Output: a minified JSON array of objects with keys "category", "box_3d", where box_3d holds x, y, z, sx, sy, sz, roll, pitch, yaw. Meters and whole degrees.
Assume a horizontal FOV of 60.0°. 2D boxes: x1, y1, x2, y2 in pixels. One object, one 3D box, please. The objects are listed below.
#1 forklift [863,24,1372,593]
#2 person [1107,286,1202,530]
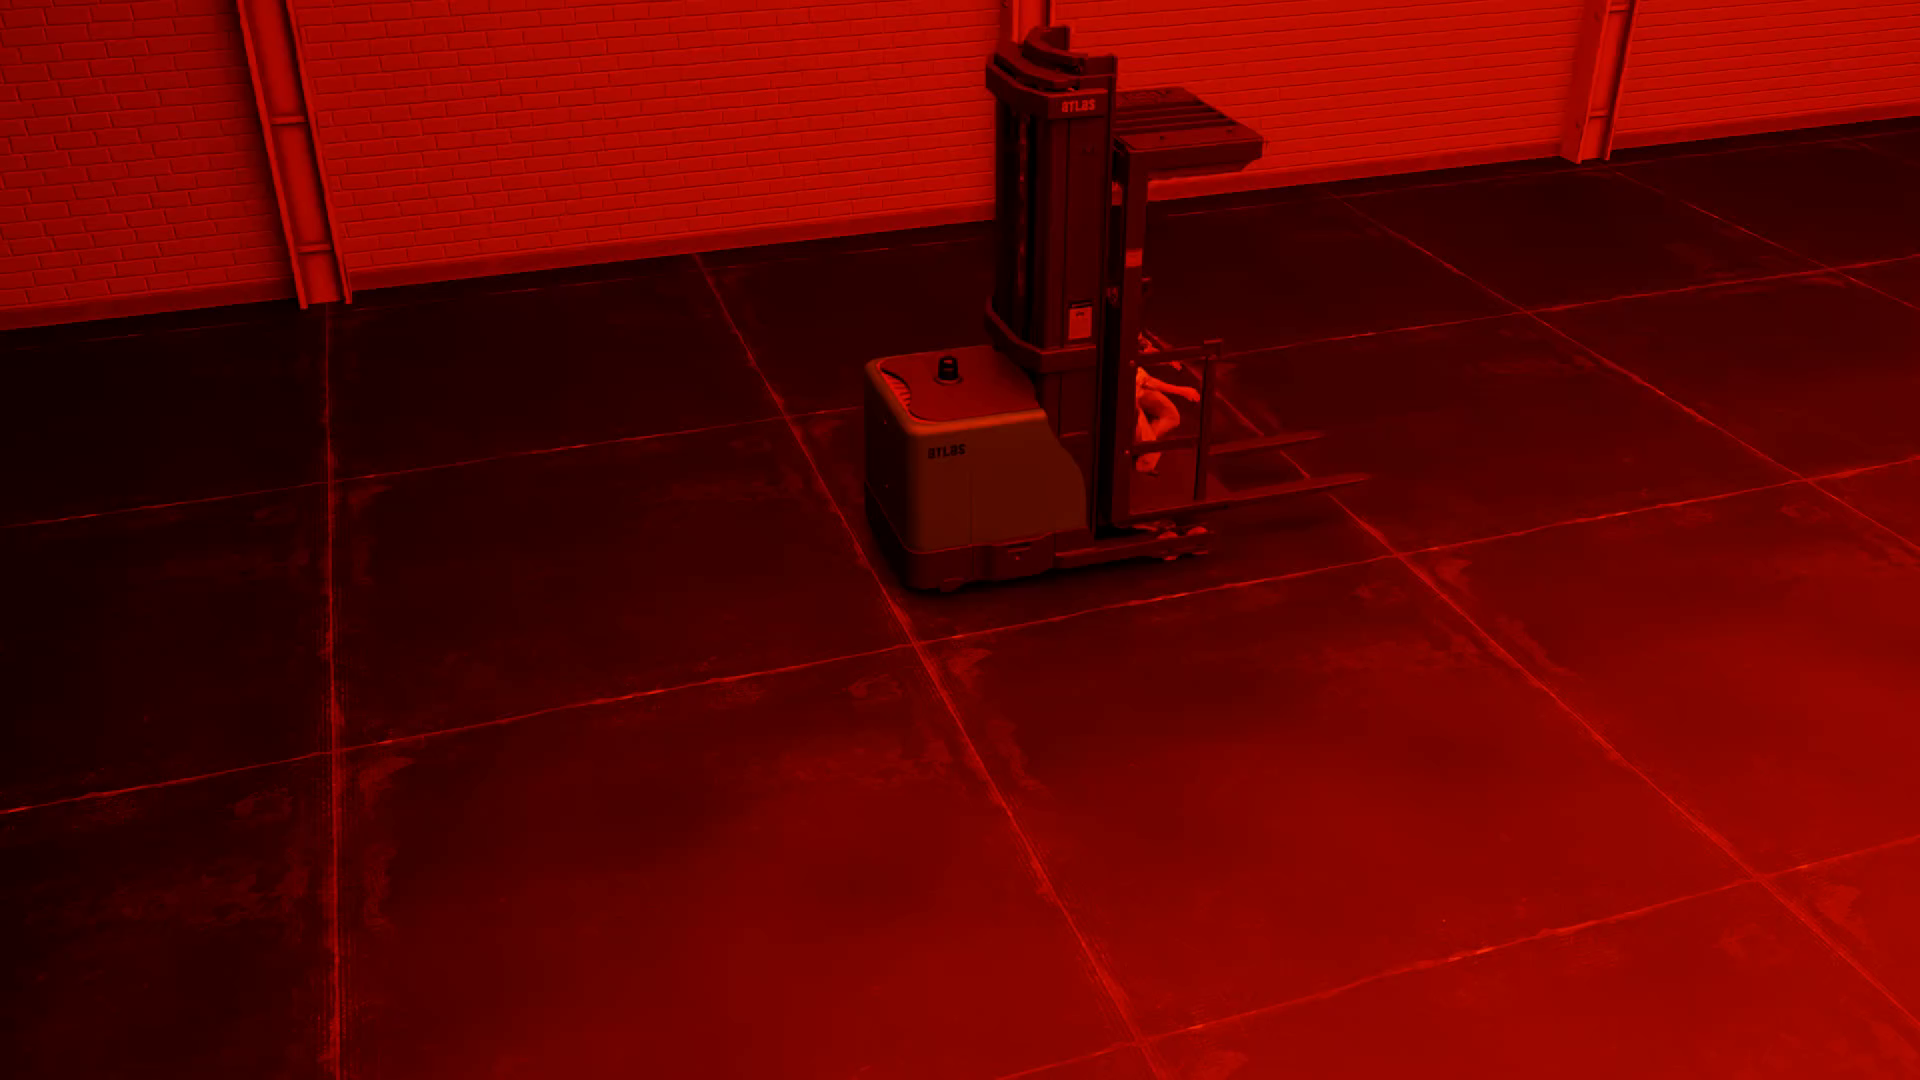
[{"category":"forklift","box_3d":[0.996,-1.392,9.506,3.031,2.935,1.130,-9,31,-15]},{"category":"person","box_3d":[1.140,-0.858,10.053,0.661,1.436,0.728,9,31,14]}]
